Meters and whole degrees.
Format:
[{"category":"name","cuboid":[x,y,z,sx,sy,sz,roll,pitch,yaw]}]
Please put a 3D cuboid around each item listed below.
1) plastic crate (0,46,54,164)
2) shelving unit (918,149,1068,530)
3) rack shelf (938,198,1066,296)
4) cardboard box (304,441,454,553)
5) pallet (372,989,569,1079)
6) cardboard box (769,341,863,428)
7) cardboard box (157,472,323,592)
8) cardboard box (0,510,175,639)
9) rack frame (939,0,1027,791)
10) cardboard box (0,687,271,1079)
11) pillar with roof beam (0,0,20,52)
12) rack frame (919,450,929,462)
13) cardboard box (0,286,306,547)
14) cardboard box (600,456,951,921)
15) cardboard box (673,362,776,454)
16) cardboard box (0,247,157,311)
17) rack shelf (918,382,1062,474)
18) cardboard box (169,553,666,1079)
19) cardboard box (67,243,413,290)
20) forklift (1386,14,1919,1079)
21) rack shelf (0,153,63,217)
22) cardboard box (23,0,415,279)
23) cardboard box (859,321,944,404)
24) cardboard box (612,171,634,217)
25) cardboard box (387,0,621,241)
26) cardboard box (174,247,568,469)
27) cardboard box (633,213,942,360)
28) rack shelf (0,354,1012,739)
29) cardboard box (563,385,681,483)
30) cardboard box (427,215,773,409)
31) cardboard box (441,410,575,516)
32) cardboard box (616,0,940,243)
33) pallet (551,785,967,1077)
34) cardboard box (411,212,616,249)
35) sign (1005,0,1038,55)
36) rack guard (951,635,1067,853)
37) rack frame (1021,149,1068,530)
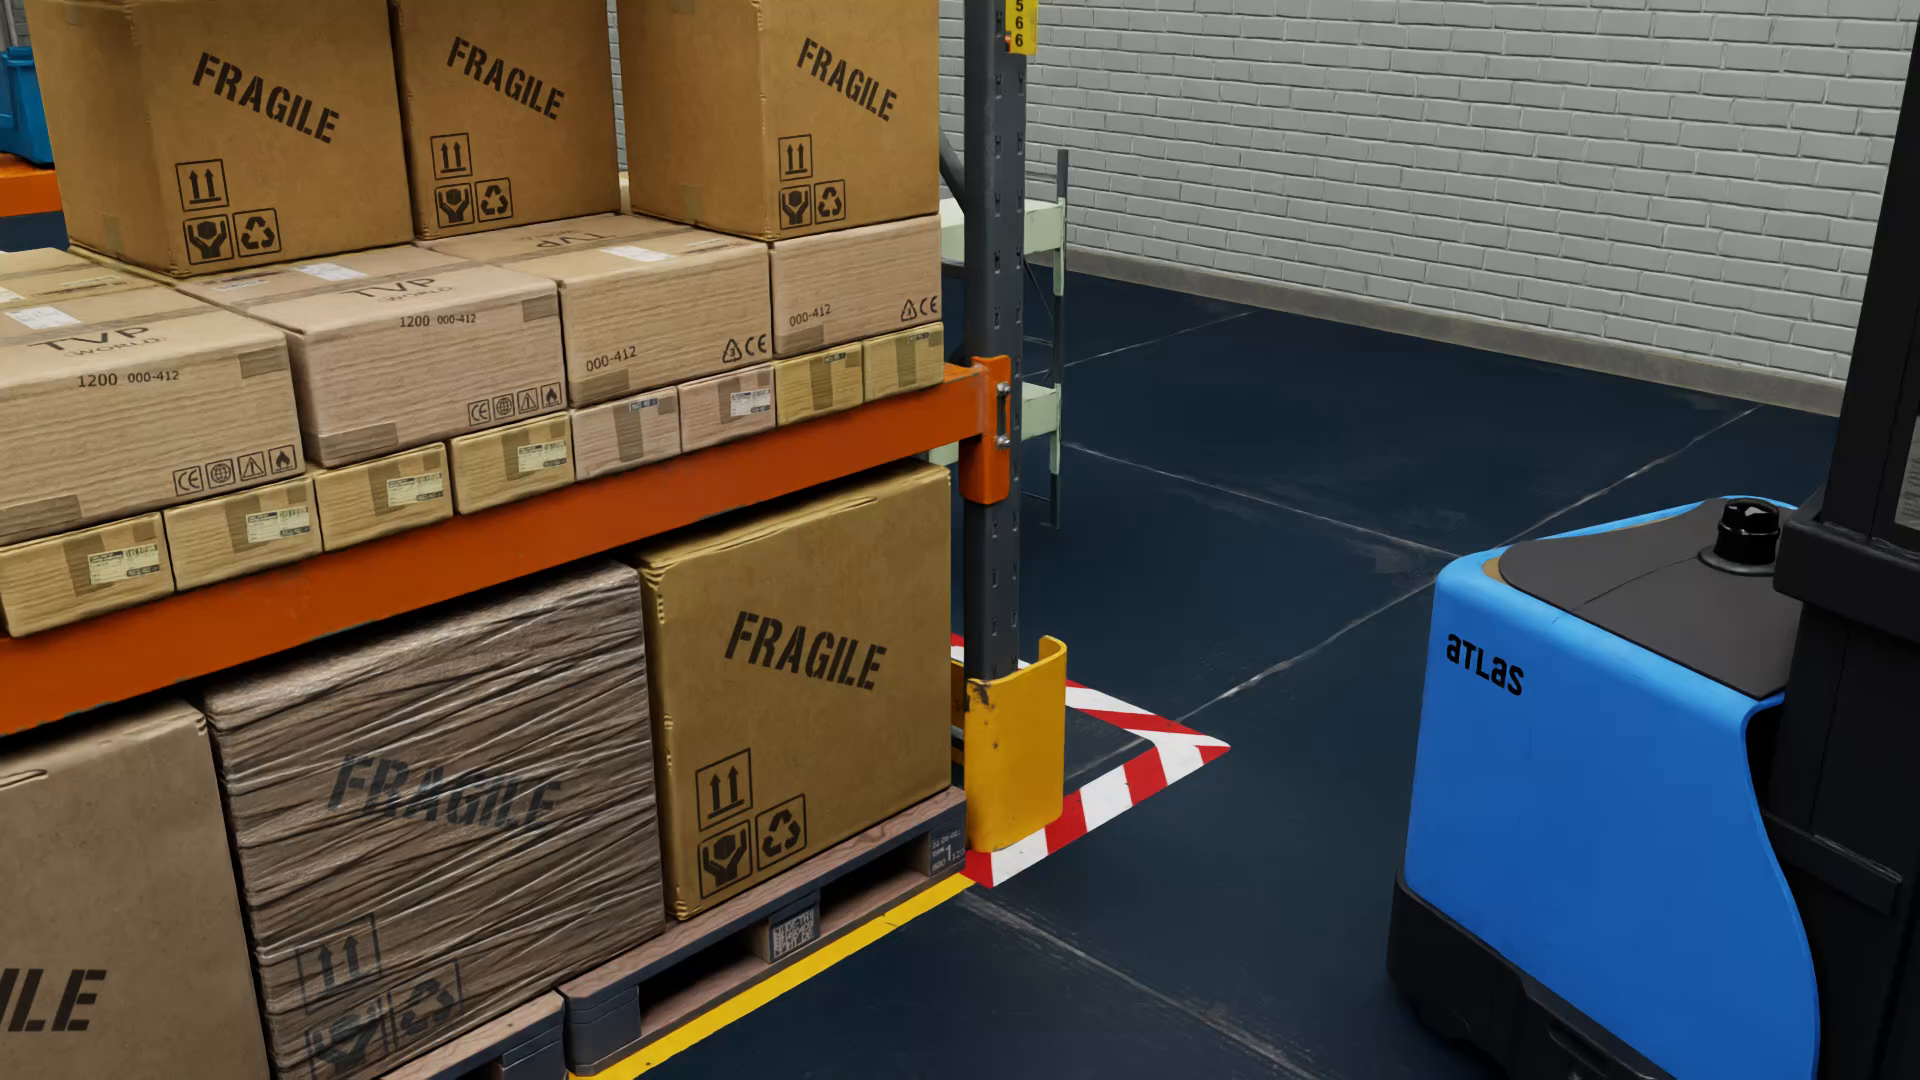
[{"category":"plastic crate","cuboid":[-3.892,-1.895,7.192,0.616,0.435,0.499,19,28,41]},{"category":"shelving unit","cuboid":[-0.005,-0.698,6.301,0.431,1.500,0.755,19,28,41]},{"category":"rack shelf","cuboid":[-0.005,-1.063,6.161,0.431,0.370,0.720,19,28,41]},{"category":"cardboard box","cuboid":[-1.148,-0.123,3.064,0.380,0.149,0.250,19,28,41]},{"category":"pallet","cuboid":[-1.596,1.095,3.432,1.003,0.211,1.213,19,28,41]},{"category":"cardboard box","cuboid":[-0.436,-0.386,3.747,0.380,0.149,0.250,20,28,41]},{"category":"cardboard box","cuboid":[-1.322,-0.060,2.900,0.250,0.149,0.380,-19,28,-41]},{"category":"cardboard box","cuboid":[-1.503,0.007,2.724,0.380,0.149,0.250,18,28,39]},{"category":"rack frame","cuboid":[-0.243,-0.744,4.330,1.000,3.000,0.127,19,28,41]},{"category":"cardboard box","cuboid":[-1.888,0.699,2.952,0.875,0.875,0.875,19,28,41]},{"category":"pillar with roof beam","cuboid":[-6.542,-7.097,12.495,9.100,9.000,0.400,19,28,41]},{"category":"rack frame","cuboid":[-0.260,-0.604,6.056,0.400,1.500,0.023,19,28,41]},{"category":"cardboard box","cuboid":[-1.461,-0.226,2.776,0.500,0.250,0.500,19,28,41]},{"category":"cardboard box","cuboid":[-0.632,0.236,4.155,0.875,0.875,0.875,19,28,41]},{"category":"cardboard box","cuboid":[-0.613,-0.321,3.579,0.380,0.149,0.250,19,28,41]},{"category":"cardboard box","cuboid":[-1.843,-0.358,3.120,0.500,0.250,0.500,19,28,40]},{"category":"rack shelf","cuboid":[-0.005,-0.394,6.418,0.431,0.370,0.720,19,28,41]},{"category":"cardboard box","cuboid":[-1.267,0.470,3.547,0.875,0.875,0.875,19,28,41]},{"category":"cardboard box","cuboid":[-1.483,-0.494,3.472,0.500,0.250,0.500,18,27,39]},{"category":"forklift","cuboid":[2.112,0.062,2.328,1.130,2.935,3.031,-11,24,-26]},{"category":"rack shelf","cuboid":[-5.187,-1.134,6.346,1.077,0.370,4.000,19,28,41]},{"category":"cardboard box","cuboid":[-1.477,-0.844,3.339,0.500,0.500,0.500,18,28,39]},{"category":"cardboard box","cuboid":[-0.256,-0.453,3.922,0.250,0.149,0.380,-20,28,-41]},{"category":"cardboard box","cuboid":[-0.772,-0.757,4.158,0.500,0.250,0.500,18,28,39]},{"category":"cardboard box","cuboid":[-1.120,-0.979,3.689,0.500,0.500,0.500,18,28,39]},{"category":"cardboard box","cuboid":[-1.100,-0.361,3.127,0.500,0.250,0.500,18,27,39]},{"category":"cardboard box","cuboid":[-0.391,-0.622,3.806,0.500,0.250,0.500,19,28,40]},{"category":"rack shelf","cuboid":[-1.638,0.106,3.121,1.077,0.370,4.000,19,28,41]},{"category":"cardboard box","cuboid":[-0.787,-0.257,3.413,0.250,0.149,0.380,-20,28,-41]},{"category":"cardboard box","cuboid":[-0.746,-0.492,3.467,0.500,0.250,0.500,19,28,40]},{"category":"cardboard box","cuboid":[-0.967,-0.190,3.238,0.380,0.149,0.250,18,28,39]},{"category":"cardboard box","cuboid":[-0.395,-0.972,3.672,0.500,0.500,0.500,20,29,41]},{"category":"pallet","cuboid":[-0.745,0.783,4.244,1.003,0.211,1.213,19,28,41]},{"category":"cardboard box","cuboid":[-1.129,-0.622,3.806,0.500,0.250,0.500,19,28,40]},{"category":"sign","cuboid":[0.136,-1.256,3.717,0.100,0.325,0.005,19,28,41]},{"category":"rack guard","cuboid":[-0.227,0.417,4.794,1.175,0.500,0.348,19,28,41]},{"category":"rack frame","cuboid":[0.251,-0.792,6.546,0.400,1.500,0.023,19,28,41]}]
